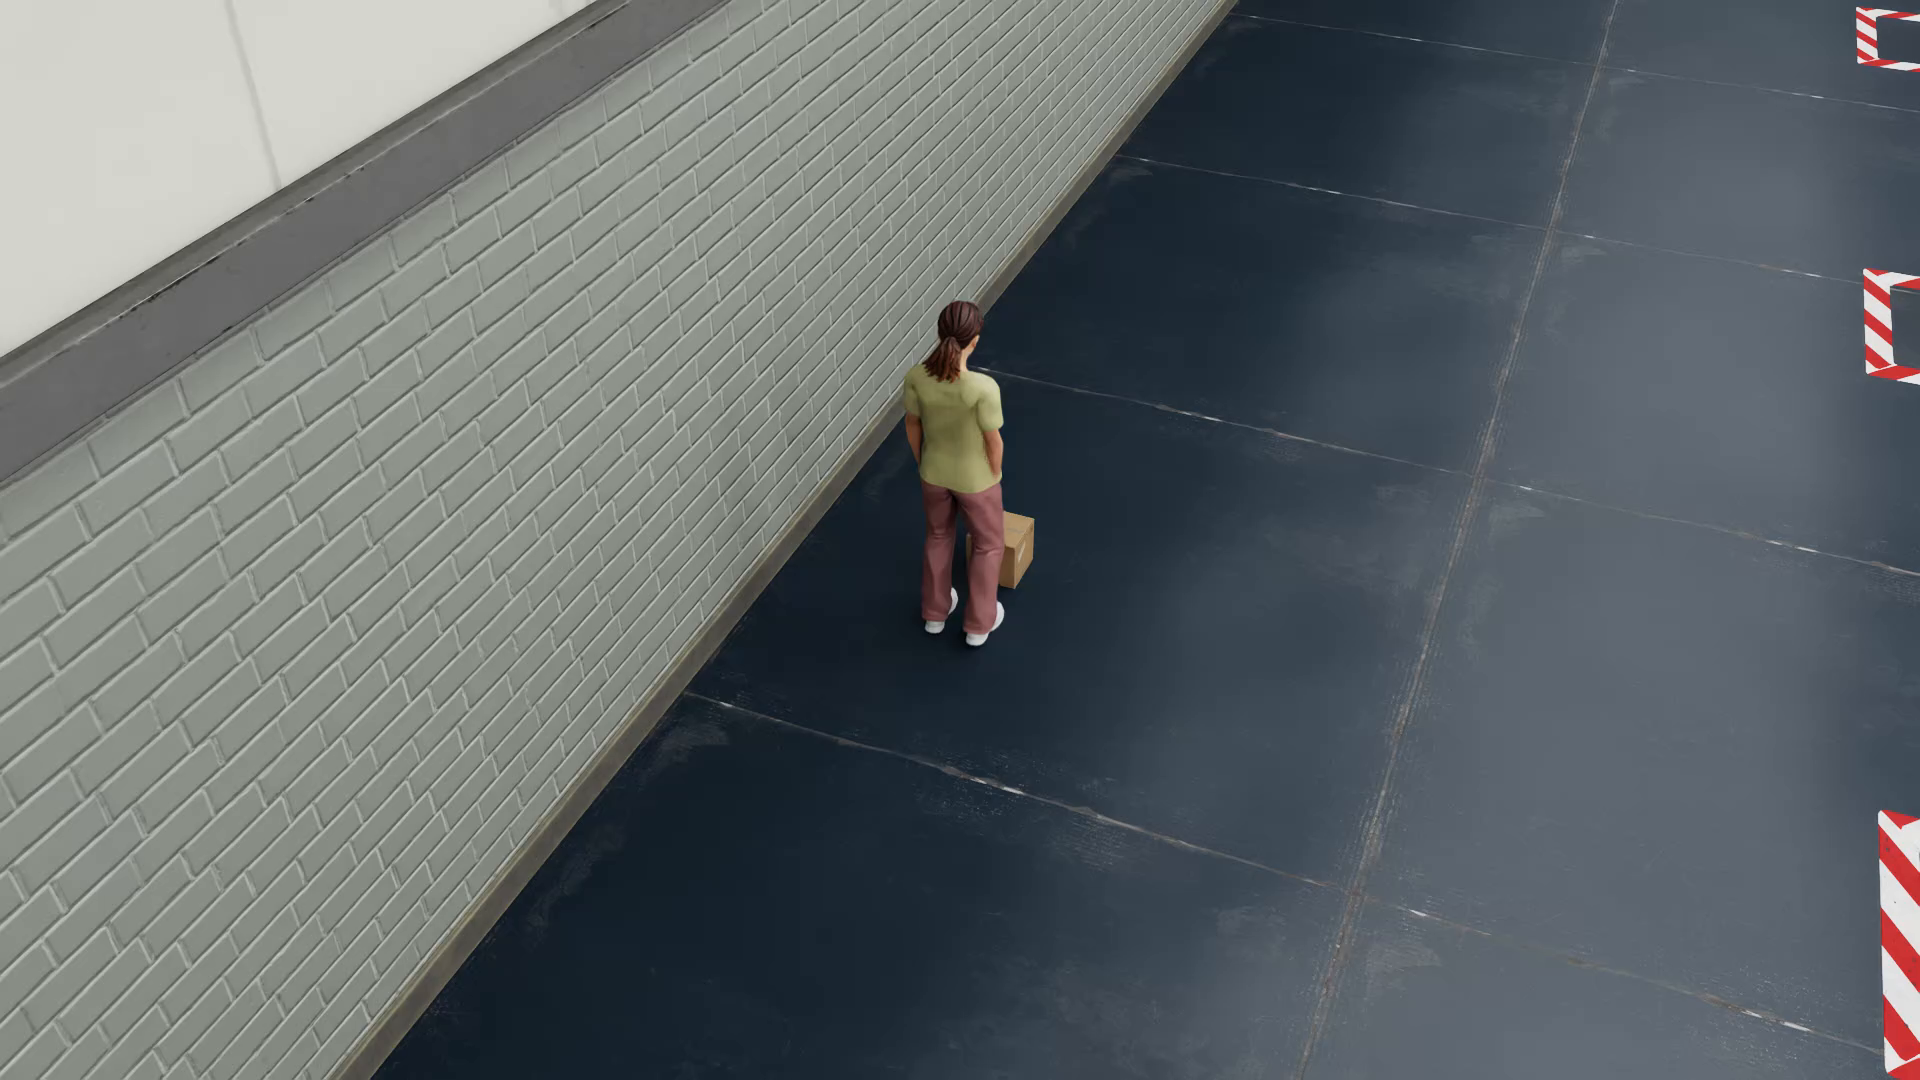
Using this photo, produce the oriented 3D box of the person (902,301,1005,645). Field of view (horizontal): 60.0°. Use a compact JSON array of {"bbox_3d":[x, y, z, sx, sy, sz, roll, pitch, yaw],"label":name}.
[{"bbox_3d":[-0.017,-0.272,7.188,0.452,1.667,0.361,15,40,19],"label":"person"}]
